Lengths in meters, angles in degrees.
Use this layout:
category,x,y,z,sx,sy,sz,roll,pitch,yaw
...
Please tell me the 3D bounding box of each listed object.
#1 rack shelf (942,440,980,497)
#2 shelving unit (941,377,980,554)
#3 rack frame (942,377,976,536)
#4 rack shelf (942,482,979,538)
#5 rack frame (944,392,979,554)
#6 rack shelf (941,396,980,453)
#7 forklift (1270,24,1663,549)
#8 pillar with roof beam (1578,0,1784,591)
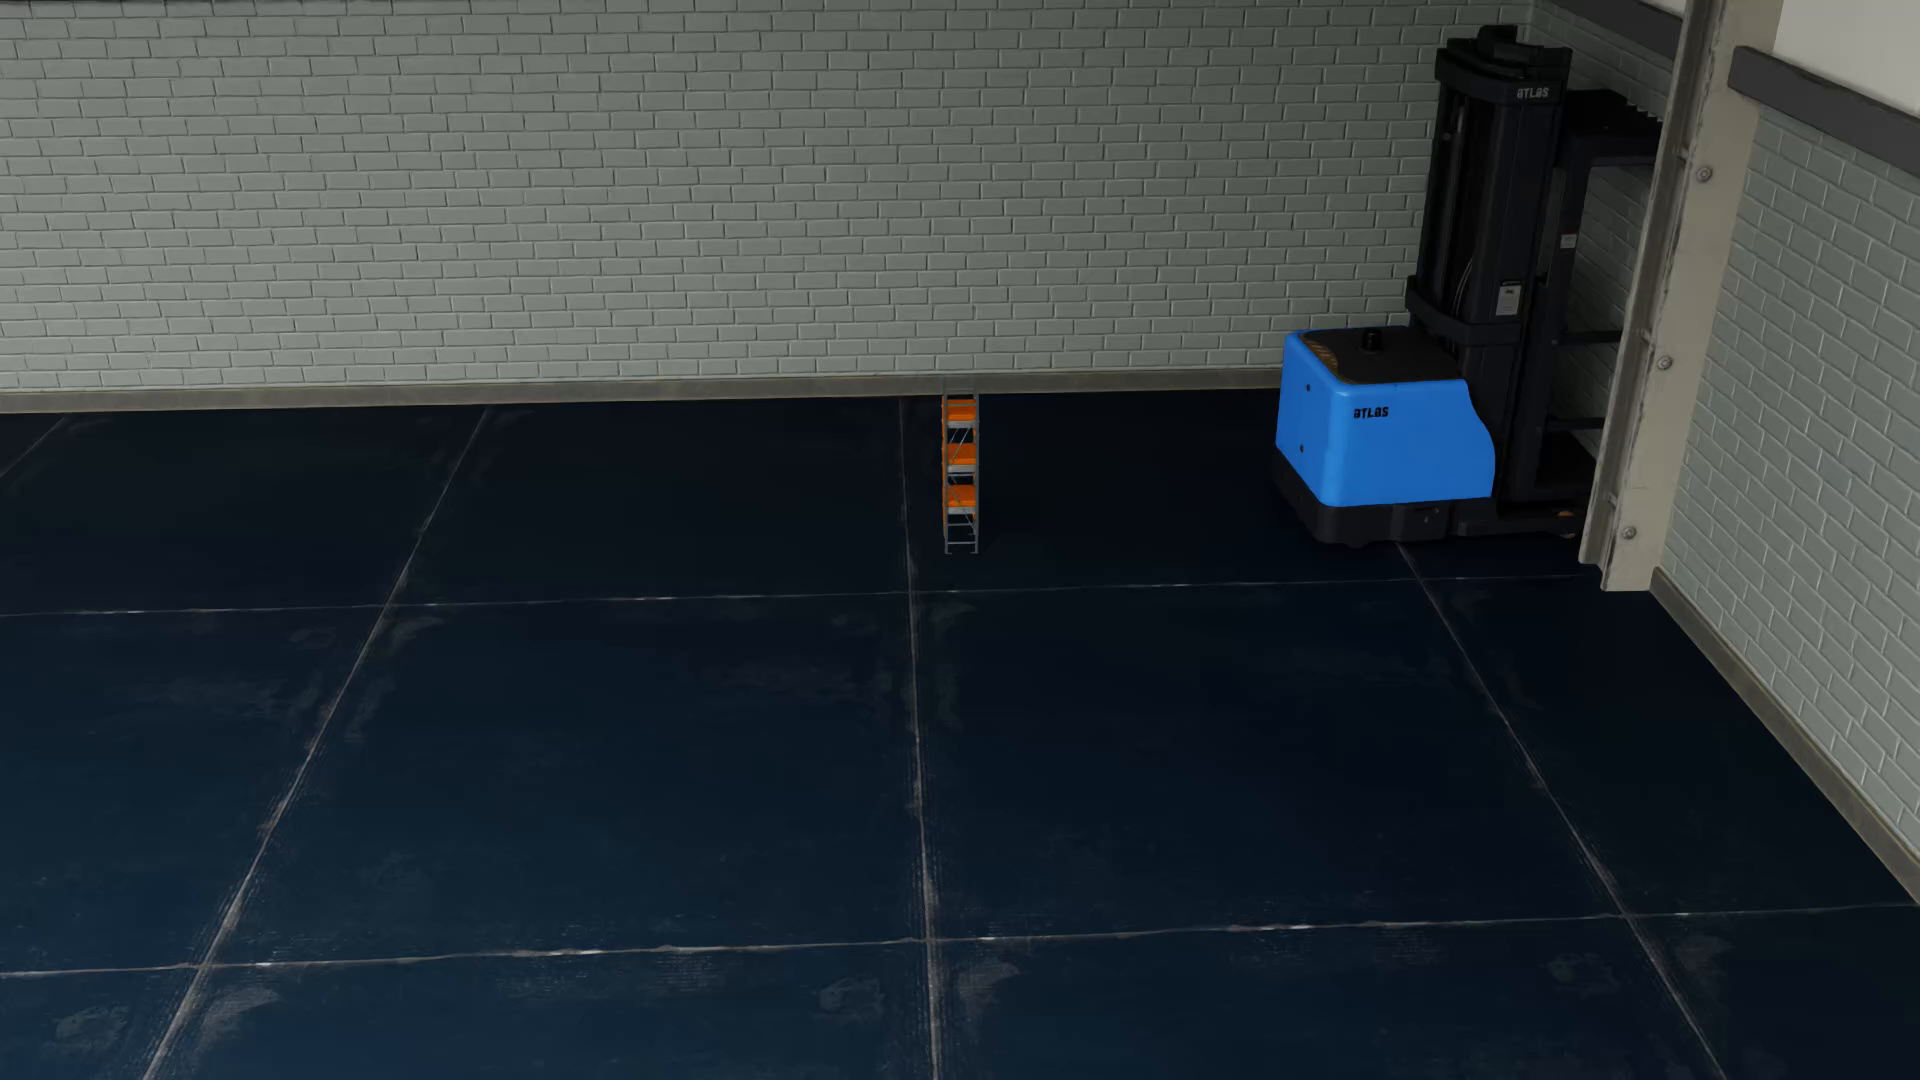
category,x,y,z,sx,sy,sz,roll,pitch,yaw
rack shelf,0.003,-0.431,9.965,0.215,0.259,0.240,-1,28,-3
shelving unit,0.003,-0.441,9.960,0.215,1.050,0.252,-1,28,-3
rack frame,-0.004,-0.497,10.068,0.200,1.050,0.008,-1,28,-3
rack shelf,0.003,-0.185,10.093,0.215,0.259,0.240,-1,28,-3
rack frame,0.009,-0.384,9.852,0.200,1.050,0.008,-1,28,-3
rack shelf,0.003,-0.683,9.834,0.215,0.259,0.240,-1,28,-3
forklift,3.590,-1.550,10.052,3.031,2.935,1.130,-4,28,-8
pillar with roof beam,-0.412,-3.683,7.580,9.100,9.000,0.400,-1,28,-3
